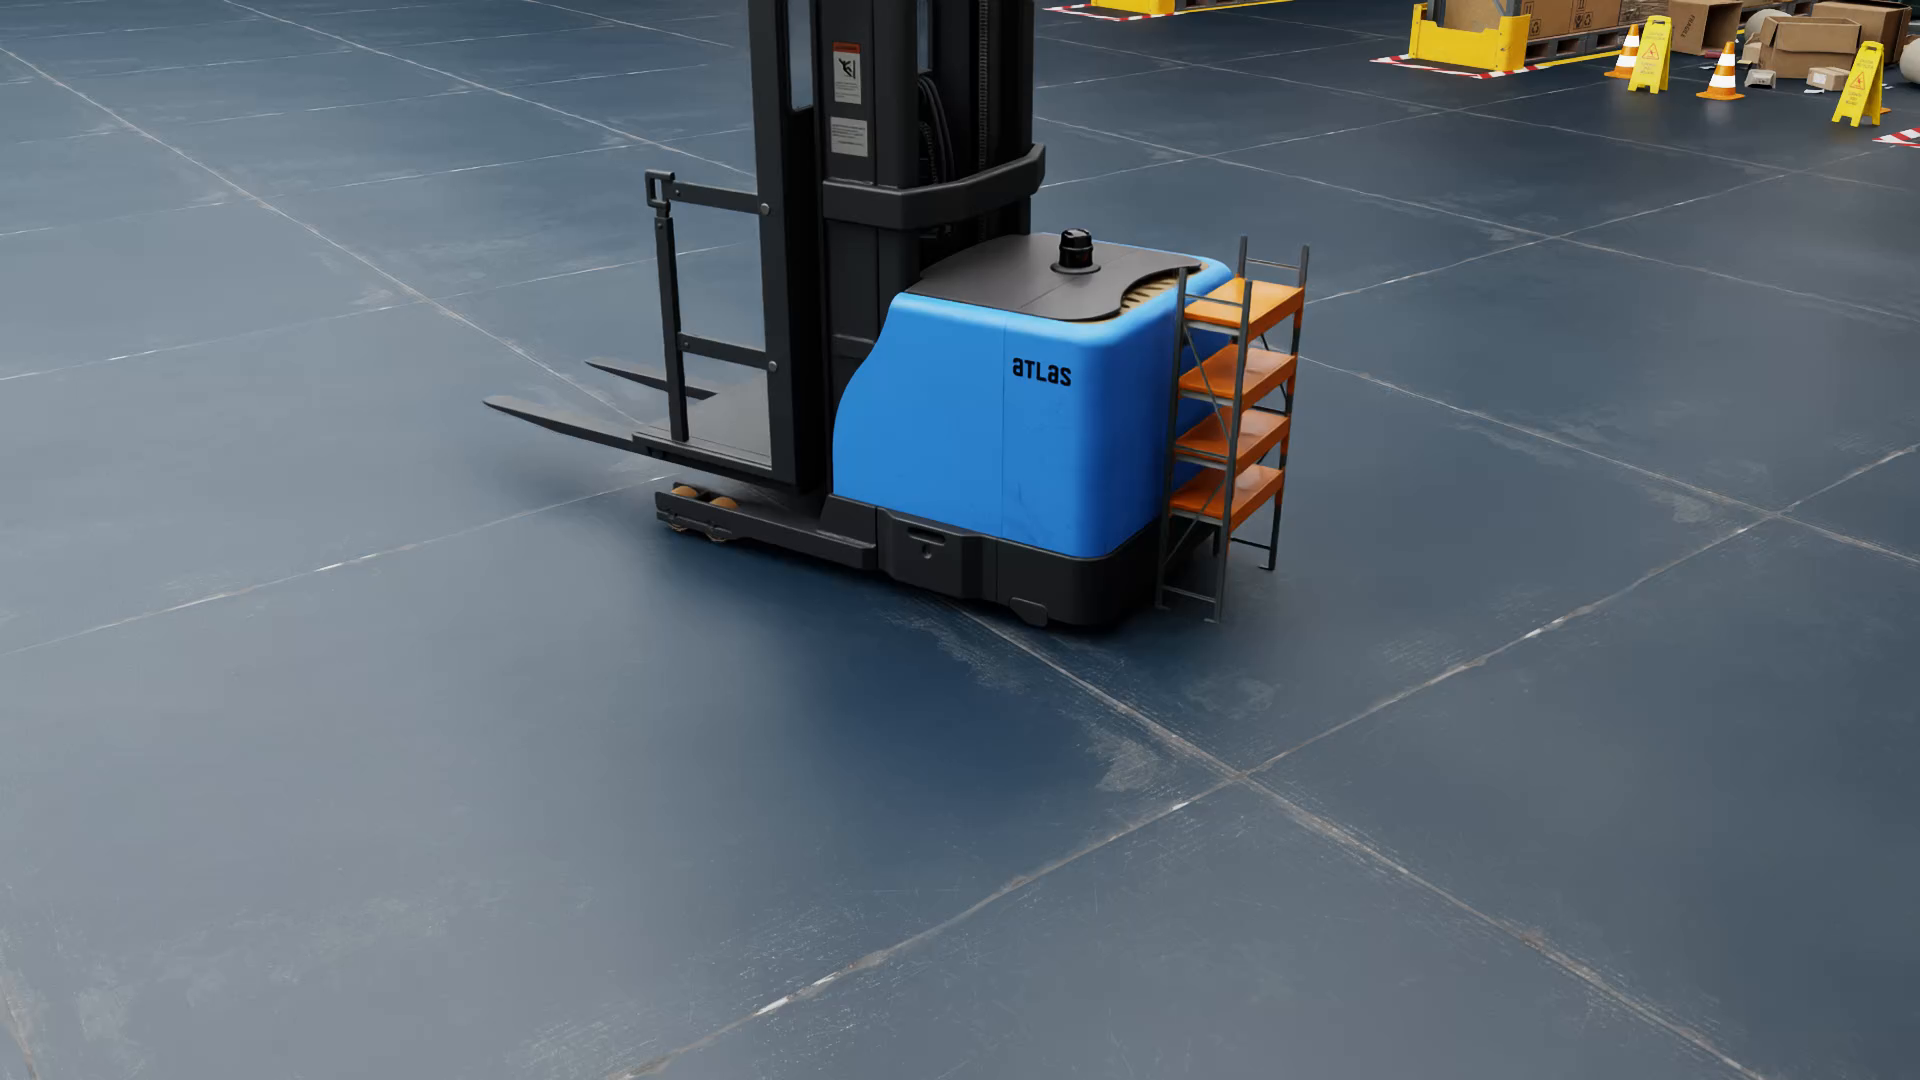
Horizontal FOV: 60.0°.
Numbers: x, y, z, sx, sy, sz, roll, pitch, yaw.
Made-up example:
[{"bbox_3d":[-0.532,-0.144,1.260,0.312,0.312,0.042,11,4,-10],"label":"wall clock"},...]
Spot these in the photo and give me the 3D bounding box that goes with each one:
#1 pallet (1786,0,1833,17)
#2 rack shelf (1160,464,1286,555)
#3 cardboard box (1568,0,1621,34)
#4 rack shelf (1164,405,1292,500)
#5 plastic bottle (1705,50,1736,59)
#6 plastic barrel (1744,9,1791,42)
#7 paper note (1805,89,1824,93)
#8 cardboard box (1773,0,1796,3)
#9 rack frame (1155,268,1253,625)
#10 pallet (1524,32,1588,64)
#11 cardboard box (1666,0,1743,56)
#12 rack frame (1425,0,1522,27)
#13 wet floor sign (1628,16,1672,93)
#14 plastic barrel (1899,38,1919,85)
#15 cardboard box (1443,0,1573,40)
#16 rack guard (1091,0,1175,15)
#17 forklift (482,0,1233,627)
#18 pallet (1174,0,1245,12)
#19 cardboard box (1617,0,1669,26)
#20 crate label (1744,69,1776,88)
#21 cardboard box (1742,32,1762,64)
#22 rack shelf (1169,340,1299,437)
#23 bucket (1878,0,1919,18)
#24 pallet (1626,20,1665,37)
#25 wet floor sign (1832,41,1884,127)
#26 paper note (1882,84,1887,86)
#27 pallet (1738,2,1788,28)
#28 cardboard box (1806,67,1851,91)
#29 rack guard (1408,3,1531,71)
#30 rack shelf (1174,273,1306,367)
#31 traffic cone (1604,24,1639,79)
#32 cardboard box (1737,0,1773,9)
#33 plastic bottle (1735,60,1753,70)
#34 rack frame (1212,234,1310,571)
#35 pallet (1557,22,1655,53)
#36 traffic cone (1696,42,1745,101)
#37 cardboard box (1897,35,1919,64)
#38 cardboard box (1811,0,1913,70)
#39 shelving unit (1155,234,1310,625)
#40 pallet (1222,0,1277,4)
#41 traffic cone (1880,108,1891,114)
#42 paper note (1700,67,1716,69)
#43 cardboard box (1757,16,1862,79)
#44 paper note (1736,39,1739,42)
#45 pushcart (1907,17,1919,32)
[{"bbox_3d":[9.665,-6.394,19.777,1.213,0.211,1.003,-18,31,-34],"label":"pallet"},{"bbox_3d":[0.910,-0.132,5.734,0.258,0.148,0.480,16,29,28],"label":"rack shelf"},{"bbox_3d":[6.180,-5.730,17.059,0.875,0.875,0.875,-19,31,-35],"label":"cardboard box"},{"bbox_3d":[0.913,-0.311,5.648,0.258,0.148,0.480,16,29,28],"label":"rack shelf"},{"bbox_3d":[7.605,-4.843,16.613,0.283,0.061,0.133,15,29,29],"label":"plastic bottle"},{"bbox_3d":[8.197,-5.144,16.830,0.421,0.421,0.512,1,25,2],"label":"plastic barrel"},{"bbox_3d":[7.645,-4.021,14.877,0.148,0.019,0.142,15,29,29],"label":"paper note"},{"bbox_3d":[9.338,-6.726,19.352,0.750,0.750,1.050,-18,31,-34],"label":"cardboard box"},{"bbox_3d":[0.787,-0.284,5.431,0.240,1.200,0.015,16,29,28],"label":"rack frame"},{"bbox_3d":[5.577,-5.045,16.870,1.213,0.211,1.003,-18,31,-34],"label":"pallet"},{"bbox_3d":[7.555,-5.239,16.942,0.500,0.500,0.500,-13,28,-25],"label":"cardboard box"},{"bbox_3d":[4.996,-6.076,15.779,0.127,3.000,1.000,-18,31,-34],"label":"rack frame"},{"bbox_3d":[6.195,-4.345,14.845,0.267,0.644,0.232,21,32,37],"label":"wet floor sign"},{"bbox_3d":[8.821,-4.332,15.082,0.421,0.421,0.512,1,25,2],"label":"plastic barrel"},{"bbox_3d":[5.489,-5.501,16.565,0.875,0.875,0.875,-18,30,-34],"label":"cardboard box"},{"bbox_3d":[2.075,-6.631,19.945,0.348,0.500,1.175,-18,31,-34],"label":"rack guard"},{"bbox_3d":[-0.554,-1.492,5.984,3.031,2.935,1.130,15,29,29],"label":"forklift"},{"bbox_3d":[2.736,-6.700,20.435,1.213,0.211,1.003,-18,31,-34],"label":"pallet"},{"bbox_3d":[6.898,-5.966,17.568,0.875,0.875,0.875,-18,30,-34],"label":"cardboard box"},{"bbox_3d":[7.300,-4.207,15.153,0.250,0.136,0.298,10,27,20],"label":"crate label"},{"bbox_3d":[7.927,-4.818,16.317,0.258,0.266,0.396,-13,28,-25],"label":"cardboard box"},{"bbox_3d":[0.917,-0.513,5.552,0.258,0.148,0.480,16,29,28],"label":"rack shelf"},{"bbox_3d":[9.459,-5.521,16.665,0.620,0.611,0.726,2,23,-21],"label":"bucket"},{"bbox_3d":[7.497,-5.679,18.235,1.213,0.211,1.003,-18,31,-34],"label":"pallet"},{"bbox_3d":[7.320,-3.700,13.455,0.232,0.644,0.267,-8,26,-16],"label":"wet floor sign"},{"bbox_3d":[8.406,-4.187,15.248,0.142,0.019,0.148,-8,26,-16],"label":"paper note"},{"bbox_3d":[8.704,-6.076,19.091,1.213,0.211,1.003,-18,31,-34],"label":"pallet"},{"bbox_3d":[7.914,-4.179,15.078,0.250,0.149,0.380,-3,25,-7],"label":"cardboard box"},{"bbox_3d":[4.977,-4.936,16.292,0.348,0.500,1.175,-18,31,-34],"label":"rack guard"},{"bbox_3d":[0.920,-0.726,5.450,0.258,0.148,0.480,16,29,28],"label":"rack shelf"},{"bbox_3d":[6.290,-4.593,15.597,0.334,0.463,0.336,-18,31,-34],"label":"traffic cone"},{"bbox_3d":[8.577,-6.476,18.815,0.750,0.750,1.050,-18,31,-34],"label":"cardboard box"},{"bbox_3d":[7.588,-4.603,16.096,0.133,0.061,0.283,15,29,29],"label":"plastic bottle"},{"bbox_3d":[1.042,-0.459,5.808,0.240,1.200,0.015,16,29,28],"label":"rack frame"},{"bbox_3d":[6.536,-5.360,17.549,1.213,0.211,1.003,-18,31,-34],"label":"pallet"},{"bbox_3d":[6.720,-4.130,14.600,0.334,0.463,0.336,-18,31,-34],"label":"traffic cone"},{"bbox_3d":[9.312,-4.761,16.193,0.258,0.266,0.396,5,25,11],"label":"cardboard box"},{"bbox_3d":[8.681,-4.932,16.119,0.503,0.637,0.797,-18,31,-34],"label":"cardboard box"},{"bbox_3d":[0.914,-0.372,5.619,0.258,1.200,0.503,16,29,28],"label":"shelving unit"},{"bbox_3d":[3.695,-7.015,21.114,1.213,0.211,1.003,-18,31,-34],"label":"pallet"},{"bbox_3d":[7.672,-3.851,13.998,0.334,0.463,0.336,-18,31,-34],"label":"traffic cone"},{"bbox_3d":[7.245,-4.563,16.047,0.142,0.017,0.144,-8,26,-16],"label":"paper note"},{"bbox_3d":[7.950,-4.625,15.618,0.797,0.503,0.637,5,25,11],"label":"cardboard box"},{"bbox_3d":[8.173,-5.294,17.620,0.147,0.020,0.142,5,25,11],"label":"paper note"},{"bbox_3d":[9.831,-5.055,16.693,1.648,0.377,0.936,15,29,29],"label":"pushcart"}]
